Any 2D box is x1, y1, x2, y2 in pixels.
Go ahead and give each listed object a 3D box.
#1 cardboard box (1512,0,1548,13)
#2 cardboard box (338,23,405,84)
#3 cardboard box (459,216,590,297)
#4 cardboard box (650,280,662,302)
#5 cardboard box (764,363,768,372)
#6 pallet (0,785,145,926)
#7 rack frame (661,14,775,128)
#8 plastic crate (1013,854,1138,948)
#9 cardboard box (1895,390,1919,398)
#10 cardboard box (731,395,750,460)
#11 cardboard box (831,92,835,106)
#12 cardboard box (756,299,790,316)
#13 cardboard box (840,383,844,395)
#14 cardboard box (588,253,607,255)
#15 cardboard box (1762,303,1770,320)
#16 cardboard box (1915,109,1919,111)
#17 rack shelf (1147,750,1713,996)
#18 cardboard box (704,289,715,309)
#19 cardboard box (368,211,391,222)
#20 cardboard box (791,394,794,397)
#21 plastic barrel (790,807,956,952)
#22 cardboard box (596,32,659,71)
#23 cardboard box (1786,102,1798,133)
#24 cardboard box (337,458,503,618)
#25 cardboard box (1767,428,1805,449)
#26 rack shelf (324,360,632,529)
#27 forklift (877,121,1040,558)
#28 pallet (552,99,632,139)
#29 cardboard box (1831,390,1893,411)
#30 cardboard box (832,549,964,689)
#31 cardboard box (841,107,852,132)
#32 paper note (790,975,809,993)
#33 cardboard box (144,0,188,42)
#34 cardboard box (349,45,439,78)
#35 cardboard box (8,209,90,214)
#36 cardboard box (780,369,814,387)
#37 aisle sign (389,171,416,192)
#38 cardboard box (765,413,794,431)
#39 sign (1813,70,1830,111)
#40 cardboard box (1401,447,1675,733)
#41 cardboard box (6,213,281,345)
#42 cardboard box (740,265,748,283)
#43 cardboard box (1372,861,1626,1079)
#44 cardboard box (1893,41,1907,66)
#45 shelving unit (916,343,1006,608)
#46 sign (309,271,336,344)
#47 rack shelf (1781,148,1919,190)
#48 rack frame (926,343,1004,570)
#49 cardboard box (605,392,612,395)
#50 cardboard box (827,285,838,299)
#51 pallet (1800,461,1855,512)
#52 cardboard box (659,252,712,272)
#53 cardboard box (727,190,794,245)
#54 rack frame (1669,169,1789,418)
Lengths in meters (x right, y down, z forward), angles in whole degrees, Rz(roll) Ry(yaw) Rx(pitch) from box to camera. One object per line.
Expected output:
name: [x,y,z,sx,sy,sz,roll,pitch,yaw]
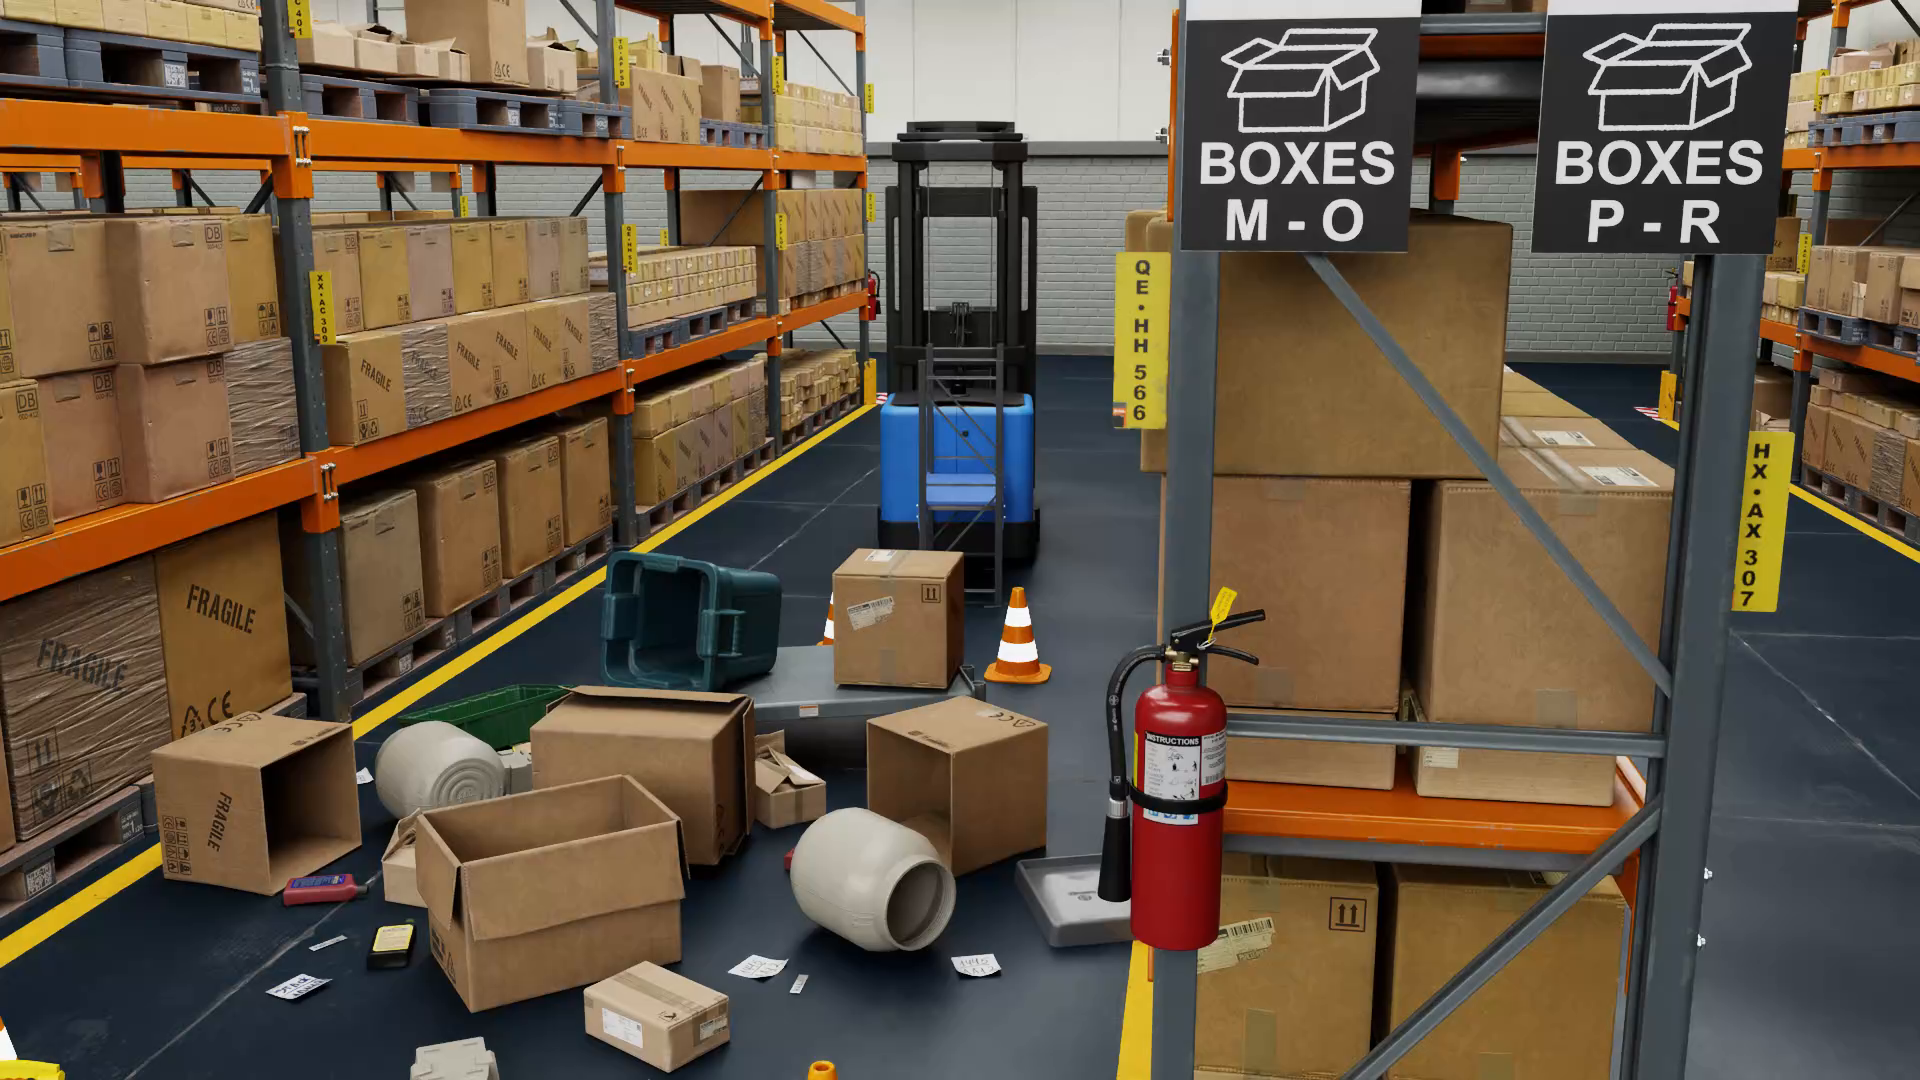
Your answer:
cardboard box: [1.254,-1.028,3.119,0.380,0.149,0.250,2,12,9]
cardboard box: [-3.357,-2.647,9.012,0.500,0.311,0.500,1,12,7]
cardboard box: [-2.873,-1.875,10.963,0.700,0.500,0.500,2,12,8]
cardboard box: [-2.444,-1.865,12.419,0.380,0.149,0.250,1,12,7]
cardboard box: [-2.107,-1.770,17.446,0.380,0.149,0.250,2,12,9]
pallet: [-3.789,1.176,6.037,1.003,0.211,1.213,2,12,9]
rack frame: [-2.179,-5.196,14.743,1.000,3.000,0.127,2,12,9]
plastic crate: [0.445,1.269,5.915,0.402,0.080,0.583,-2,12,-11]
cardboard box: [7.826,-1.123,13.483,0.380,0.149,0.250,2,12,9]
cardboard box: [-2.123,-0.978,14.346,0.500,0.500,0.500,2,12,7]
cardboard box: [-1.530,-4.639,17.500,0.380,0.149,0.250,2,12,7]
cardboard box: [-1.812,-2.189,15.626,0.380,0.149,0.250,2,12,11]
cardboard box: [-1.504,-1.682,18.449,0.380,0.149,0.250,2,12,8]
cardboard box: [-2.930,-2.244,13.473,0.380,0.149,0.250,2,12,10]
cardboard box: [7.534,-2.079,15.117,0.380,0.149,0.250,2,12,10]
cardboard box: [7.610,-3.388,12.838,0.380,0.149,0.250,1,12,7]
rack shelf: [1.190,0.309,5.145,1.077,0.370,4.000,2,12,9]
cardboard box: [-2.242,-1.985,13.685,0.380,0.149,0.250,2,12,11]
cardboard box: [-6.867,-3.521,19.081,0.500,0.500,0.500,2,12,7]
cardboard box: [-1.855,-1.393,16.400,0.380,0.149,0.250,2,12,8]
plastic barrel: [-0.296,1.155,5.631,0.421,0.421,0.512,-10,16,-40]
cardboard box: [-2.380,-3.503,11.951,0.396,0.266,0.258,2,12,9]
cardboard box: [7.529,-3.719,14.661,0.500,0.250,0.500,1,12,7]
cardboard box: [-3.251,-0.036,9.385,1.050,0.750,0.750,2,12,9]
cardboard box: [7.428,-0.901,14.824,0.380,0.149,0.250,2,12,7]
rack shelf: [-3.102,-0.663,9.655,1.077,0.370,4.000,2,12,9]
forklift: [0.016,-1.565,12.300,1.130,2.935,3.031,0,12,1]
pallet: [-2.841,-2.669,10.585,1.213,0.211,1.003,2,12,11]
cardboard box: [7.348,-1.138,13.551,0.380,0.149,0.250,2,12,7]
cardboard box: [-0.266,0.342,7.423,0.500,0.500,0.500,2,12,9]
cardboard box: [-1.461,-4.523,17.908,0.500,0.250,0.500,2,12,7]
paper note: [-0.517,1.427,5.347,0.032,0.001,0.123,2,12,9]
cardboard box: [-3.226,-2.003,6.410,0.380,0.149,0.250,2,12,10]
cardboard box: [-2.937,-2.479,8.618,0.380,0.149,0.250,2,12,9]
cardboard box: [-7.448,-2.439,13.571,0.797,0.503,0.637,2,12,10]
cardboard box: [-1.693,-1.646,16.868,0.380,0.149,0.250,2,12,10]
aisle sign: [-6.735,-4.573,19.923,0.394,0.787,0.004,2,12,9]
cardboard box: [-1.806,-1.140,15.934,0.380,0.149,0.250,1,12,6]
sign: [7.095,-3.699,13.689,0.100,0.325,0.005,2,12,9]
cardboard box: [1.229,0.090,3.511,0.500,0.500,0.500,2,12,8]
cardboard box: [-3.500,-1.123,7.167,0.875,0.550,0.550,2,12,9]
cardboard box: [-2.085,-2.347,14.657,0.380,0.149,0.250,2,12,9]
cardboard box: [1.282,0.983,4.064,0.500,0.500,0.500,1,12,7]
cardboard box: [7.653,-3.843,13.260,0.396,0.266,0.258,2,12,8]
shelving unit: [0.019,-0.431,10.435,0.538,1.500,1.048,0,12,2]
sign: [-2.861,-1.042,7.466,0.100,0.325,0.005,2,12,9]
rack shelf: [7.940,-3.495,15.677,1.077,0.370,4.000,2,12,9]
rack frame: [0.033,-0.538,10.932,0.500,1.500,0.032,0,12,2]
cardboard box: [-2.881,-1.037,12.841,0.500,0.250,0.500,2,12,9]
cardboard box: [-1.520,-2.685,17.929,0.380,0.149,0.250,1,12,6]
pallet: [7.545,-0.430,13.488,1.003,0.211,1.213,2,12,9]
cardboard box: [-2.249,-2.275,13.619,0.380,0.149,0.250,1,12,6]
cardboard box: [-1.869,-3.032,15.627,0.500,0.500,0.500,2,12,10]
rack frame: [8.248,-2.796,17.849,1.000,3.000,0.127,2,12,9]
